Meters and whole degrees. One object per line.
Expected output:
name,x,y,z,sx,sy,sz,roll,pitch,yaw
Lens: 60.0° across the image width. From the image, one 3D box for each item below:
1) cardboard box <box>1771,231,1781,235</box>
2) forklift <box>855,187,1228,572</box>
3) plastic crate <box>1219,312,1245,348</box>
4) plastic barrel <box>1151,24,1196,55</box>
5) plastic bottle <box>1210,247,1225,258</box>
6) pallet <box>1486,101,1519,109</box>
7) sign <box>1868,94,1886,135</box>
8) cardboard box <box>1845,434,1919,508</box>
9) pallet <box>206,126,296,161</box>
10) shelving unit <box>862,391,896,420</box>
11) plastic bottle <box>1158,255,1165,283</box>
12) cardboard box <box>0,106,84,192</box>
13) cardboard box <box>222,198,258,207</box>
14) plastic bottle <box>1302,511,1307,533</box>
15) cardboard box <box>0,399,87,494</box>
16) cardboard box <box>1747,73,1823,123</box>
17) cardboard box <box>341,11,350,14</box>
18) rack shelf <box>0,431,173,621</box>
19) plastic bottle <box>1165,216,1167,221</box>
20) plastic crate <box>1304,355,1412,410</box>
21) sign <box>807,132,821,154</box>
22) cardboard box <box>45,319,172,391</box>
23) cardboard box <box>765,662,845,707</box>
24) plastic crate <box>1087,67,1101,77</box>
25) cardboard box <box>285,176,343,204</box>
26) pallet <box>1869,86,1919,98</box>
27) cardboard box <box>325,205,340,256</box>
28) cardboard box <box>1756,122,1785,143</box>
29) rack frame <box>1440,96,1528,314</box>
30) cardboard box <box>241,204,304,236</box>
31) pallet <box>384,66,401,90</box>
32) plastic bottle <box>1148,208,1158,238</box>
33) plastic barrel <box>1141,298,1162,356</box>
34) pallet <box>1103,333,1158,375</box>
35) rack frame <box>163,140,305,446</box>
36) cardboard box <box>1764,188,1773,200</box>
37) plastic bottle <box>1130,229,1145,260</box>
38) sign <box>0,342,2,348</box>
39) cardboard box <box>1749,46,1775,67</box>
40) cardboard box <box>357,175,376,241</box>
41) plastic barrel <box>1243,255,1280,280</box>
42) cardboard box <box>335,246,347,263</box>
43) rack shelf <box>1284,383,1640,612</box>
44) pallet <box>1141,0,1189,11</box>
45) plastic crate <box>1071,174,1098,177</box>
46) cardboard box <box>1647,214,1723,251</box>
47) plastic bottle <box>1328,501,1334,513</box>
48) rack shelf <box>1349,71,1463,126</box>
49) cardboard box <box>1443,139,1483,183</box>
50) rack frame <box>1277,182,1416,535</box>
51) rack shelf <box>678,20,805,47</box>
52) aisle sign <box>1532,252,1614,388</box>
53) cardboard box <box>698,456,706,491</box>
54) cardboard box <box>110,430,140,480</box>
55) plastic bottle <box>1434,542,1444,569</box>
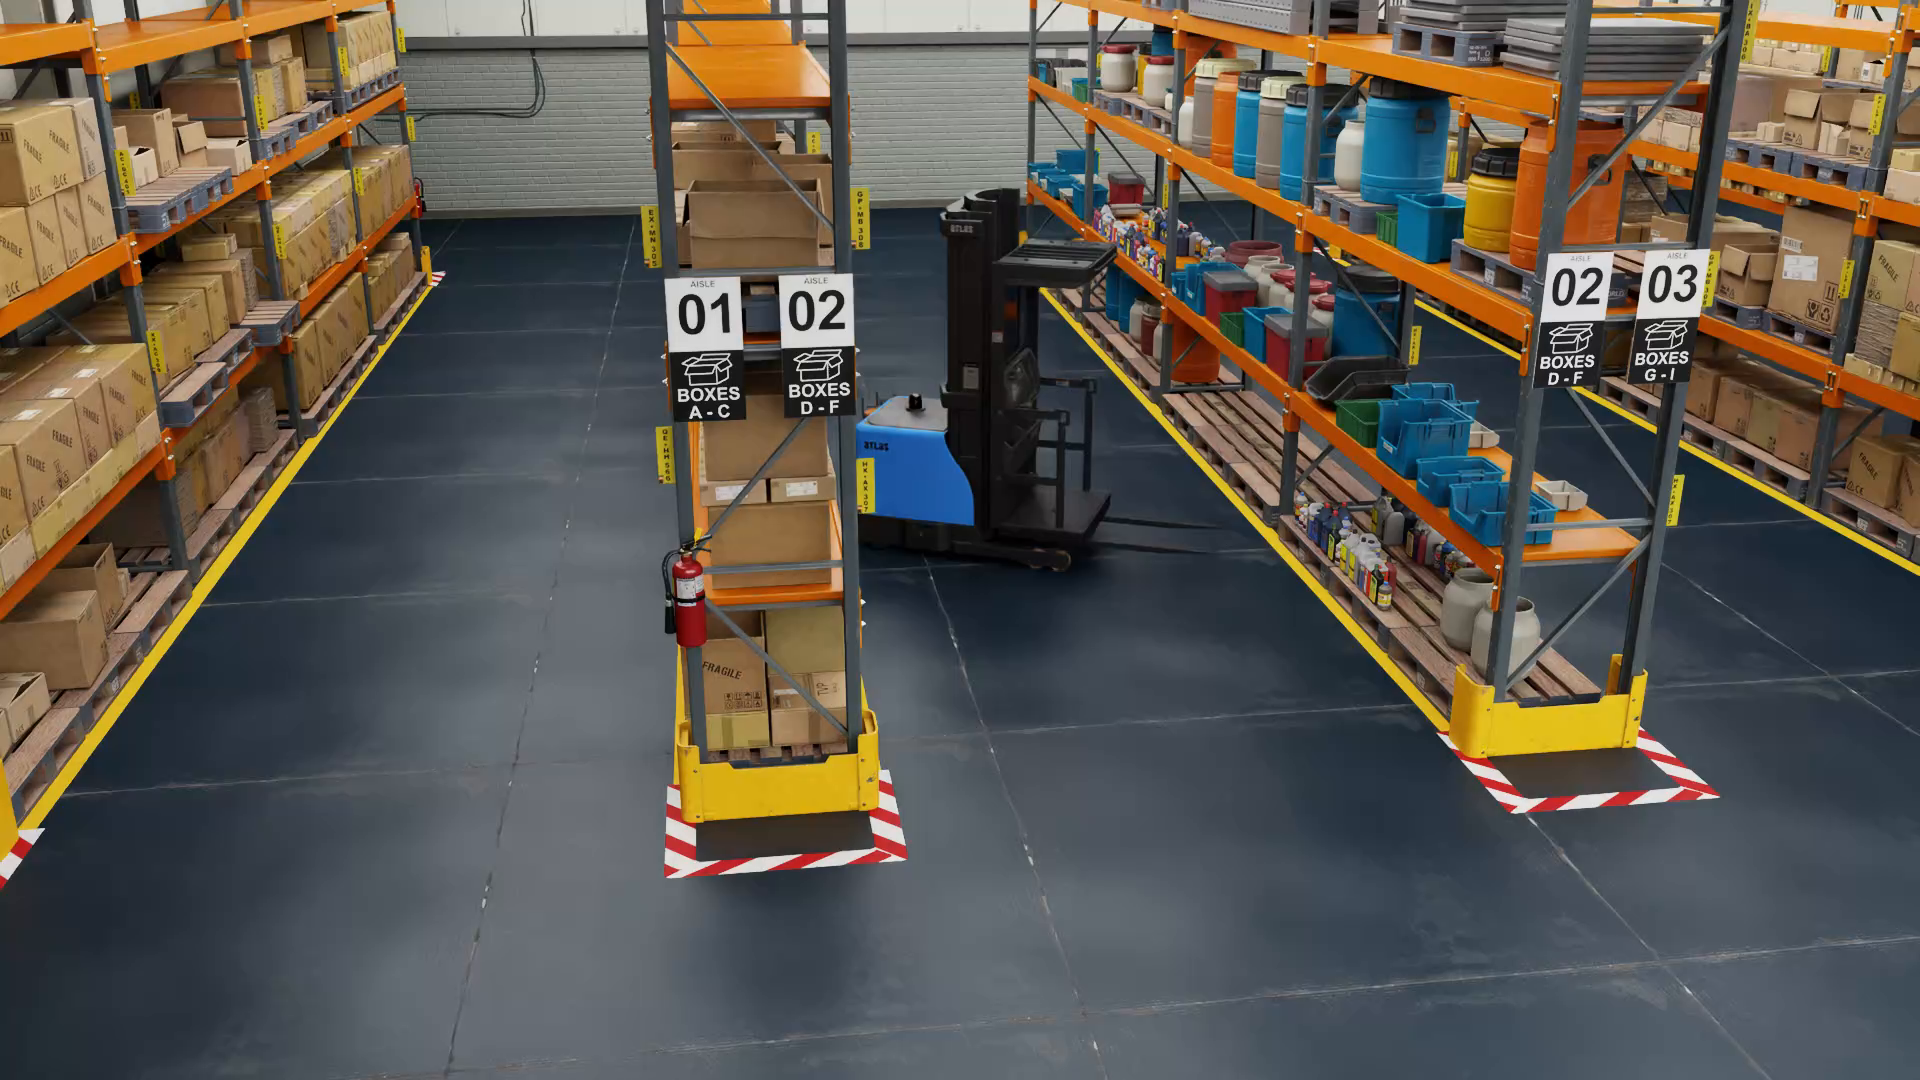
cardboard box,11.866,-4.430,24.415,0.380,0.149,0.250,-4,21,-10
forklift,0.693,-1.324,13.571,3.031,2.935,1.130,6,21,16
plastic crate,2.713,-1.960,15.481,0.450,0.188,0.662,-3,21,-8
plastic barrel,2.487,-5.494,19.036,0.600,0.901,0.708,-3,21,-8
plastic bottle,2.857,-3.124,18.471,0.152,0.276,0.135,-3,21,-8
pallet,7.172,-5.491,20.618,0.805,0.209,1.217,-4,21,-10
sign,7.596,-3.523,13.774,0.100,0.325,0.005,-3,21,-8
cardboard box,8.162,-0.606,14.524,0.500,0.500,0.500,-4,21,-9
pallet,-7.282,-3.893,16.336,1.213,0.211,1.003,-2,21,-5
shelving unit,-0.712,-0.777,14.795,0.215,1.050,0.252,10,23,26
plastic bottle,2.186,-2.920,17.913,0.061,0.283,0.133,-3,21,-8
cardboard box,-6.130,-2.551,10.872,0.500,0.500,0.500,-2,21,-5
cardboard box,-7.601,-3.404,17.375,0.500,0.250,0.500,-3,21,-9
plastic bottle,2.885,-0.163,13.737,0.097,0.201,0.097,0,20,0
cardboard box,-5.971,-0.586,10.612,0.500,0.500,0.500,-2,21,-6
cardboard box,8.025,-4.290,16.271,0.500,0.500,0.500,-3,21,-7
cardboard box,-8.424,-6.791,22.224,0.500,0.500,0.500,-4,21,-10
rack shelf,-6.272,0.058,10.801,1.077,0.370,4.000,-3,21,-8
plastic bottle,2.573,-3.852,20.313,0.144,0.351,0.185,-3,21,-8
plastic crate,3.193,-1.254,13.376,0.767,0.338,0.504,-3,21,-8
sign,-1.110,-2.935,12.649,0.100,0.325,0.005,-3,21,-8
cardboard box,-6.600,-1.402,12.912,0.700,0.500,0.500,-3,21,-8
cardboard box,-1.015,0.884,10.892,0.500,0.250,0.500,-3,21,-8
plastic crate,1.938,-6.605,23.628,0.450,0.188,0.336,-3,21,-8
cardboard box,-7.329,-3.962,18.868,0.500,0.250,0.500,-2,21,-7
pallet,12.050,-5.445,20.489,1.213,0.211,1.003,-3,21,-8
cardboard box,-7.250,-3.439,18.540,0.500,0.500,0.500,-3,21,-8
cardboard box,7.775,-3.857,15.703,0.380,0.166,0.250,-3,21,-9
rack frame,6.991,-4.491,21.952,1.000,3.000,0.127,-3,21,-8
cardboard box,-7.026,-3.259,16.987,0.500,0.250,0.500,-3,21,-9
pallet,-8.173,-6.233,22.458,1.003,0.211,1.213,-3,21,-8
plastic bottle,2.404,-3.909,20.465,0.144,0.351,0.185,-3,21,-8
plastic barrel,2.416,-2.482,19.422,0.600,0.588,0.708,-3,21,-8
pallet,2.339,-2.242,19.917,1.003,0.211,1.213,-3,21,-8
rack frame,-7.137,-2.356,16.238,1.000,3.000,0.127,-3,21,-8
cardboard box,11.517,-4.854,23.285,0.380,0.149,0.250,-2,21,-6
plastic bottle,2.040,-3.404,19.114,0.144,0.351,0.185,-3,21,-8
sign,-7.109,-1.484,12.249,0.100,0.325,0.005,-3,21,-8
cardboard box,11.453,-6.783,23.302,0.500,0.250,0.500,-2,21,-6
cardboard box,-7.776,-4.070,20.398,0.980,0.700,0.700,-3,21,-7
plastic barrel,3.026,-2.563,16.631,0.421,0.512,0.421,0,20,0
cardboard box,-7.236,-3.263,18.997,0.380,0.149,0.250,-3,21,-8
rack shelf,3.531,-0.441,12.139,1.077,0.370,4.000,-3,21,-8
pallet,2.593,-5.642,17.302,1.213,0.211,1.003,-3,21,-8
plastic crate,1.810,-5.257,24.296,0.396,0.136,0.243,-3,21,-8
cardboard box,7.685,-3.164,17.658,0.500,0.500,0.500,-6,21,-14
plastic bottle,3.034,-0.167,13.630,0.061,0.283,0.133,-3,21,-8
rack shelf,6.703,-6.251,23.407,1.077,0.370,4.000,-3,21,-8
cardboard box,6.660,-5.057,22.185,0.500,0.500,0.500,-2,21,-6
rack frame,3.243,-1.471,13.867,1.000,3.000,0.127,-3,21,-8
rack shelf,-1.947,-4.201,14.202,1.077,0.370,4.000,-3,21,-8
aisle sign,3.536,-1.264,9.598,0.394,0.787,0.004,-3,21,-8
cardboard box,-1.365,-0.401,9.934,0.380,0.149,0.250,-2,21,-6
cardboard box,-6.129,-0.589,11.691,0.500,0.250,0.500,-3,21,-8
plastic bottle,3.759,0.117,12.988,0.097,0.201,0.097,0,20,0
